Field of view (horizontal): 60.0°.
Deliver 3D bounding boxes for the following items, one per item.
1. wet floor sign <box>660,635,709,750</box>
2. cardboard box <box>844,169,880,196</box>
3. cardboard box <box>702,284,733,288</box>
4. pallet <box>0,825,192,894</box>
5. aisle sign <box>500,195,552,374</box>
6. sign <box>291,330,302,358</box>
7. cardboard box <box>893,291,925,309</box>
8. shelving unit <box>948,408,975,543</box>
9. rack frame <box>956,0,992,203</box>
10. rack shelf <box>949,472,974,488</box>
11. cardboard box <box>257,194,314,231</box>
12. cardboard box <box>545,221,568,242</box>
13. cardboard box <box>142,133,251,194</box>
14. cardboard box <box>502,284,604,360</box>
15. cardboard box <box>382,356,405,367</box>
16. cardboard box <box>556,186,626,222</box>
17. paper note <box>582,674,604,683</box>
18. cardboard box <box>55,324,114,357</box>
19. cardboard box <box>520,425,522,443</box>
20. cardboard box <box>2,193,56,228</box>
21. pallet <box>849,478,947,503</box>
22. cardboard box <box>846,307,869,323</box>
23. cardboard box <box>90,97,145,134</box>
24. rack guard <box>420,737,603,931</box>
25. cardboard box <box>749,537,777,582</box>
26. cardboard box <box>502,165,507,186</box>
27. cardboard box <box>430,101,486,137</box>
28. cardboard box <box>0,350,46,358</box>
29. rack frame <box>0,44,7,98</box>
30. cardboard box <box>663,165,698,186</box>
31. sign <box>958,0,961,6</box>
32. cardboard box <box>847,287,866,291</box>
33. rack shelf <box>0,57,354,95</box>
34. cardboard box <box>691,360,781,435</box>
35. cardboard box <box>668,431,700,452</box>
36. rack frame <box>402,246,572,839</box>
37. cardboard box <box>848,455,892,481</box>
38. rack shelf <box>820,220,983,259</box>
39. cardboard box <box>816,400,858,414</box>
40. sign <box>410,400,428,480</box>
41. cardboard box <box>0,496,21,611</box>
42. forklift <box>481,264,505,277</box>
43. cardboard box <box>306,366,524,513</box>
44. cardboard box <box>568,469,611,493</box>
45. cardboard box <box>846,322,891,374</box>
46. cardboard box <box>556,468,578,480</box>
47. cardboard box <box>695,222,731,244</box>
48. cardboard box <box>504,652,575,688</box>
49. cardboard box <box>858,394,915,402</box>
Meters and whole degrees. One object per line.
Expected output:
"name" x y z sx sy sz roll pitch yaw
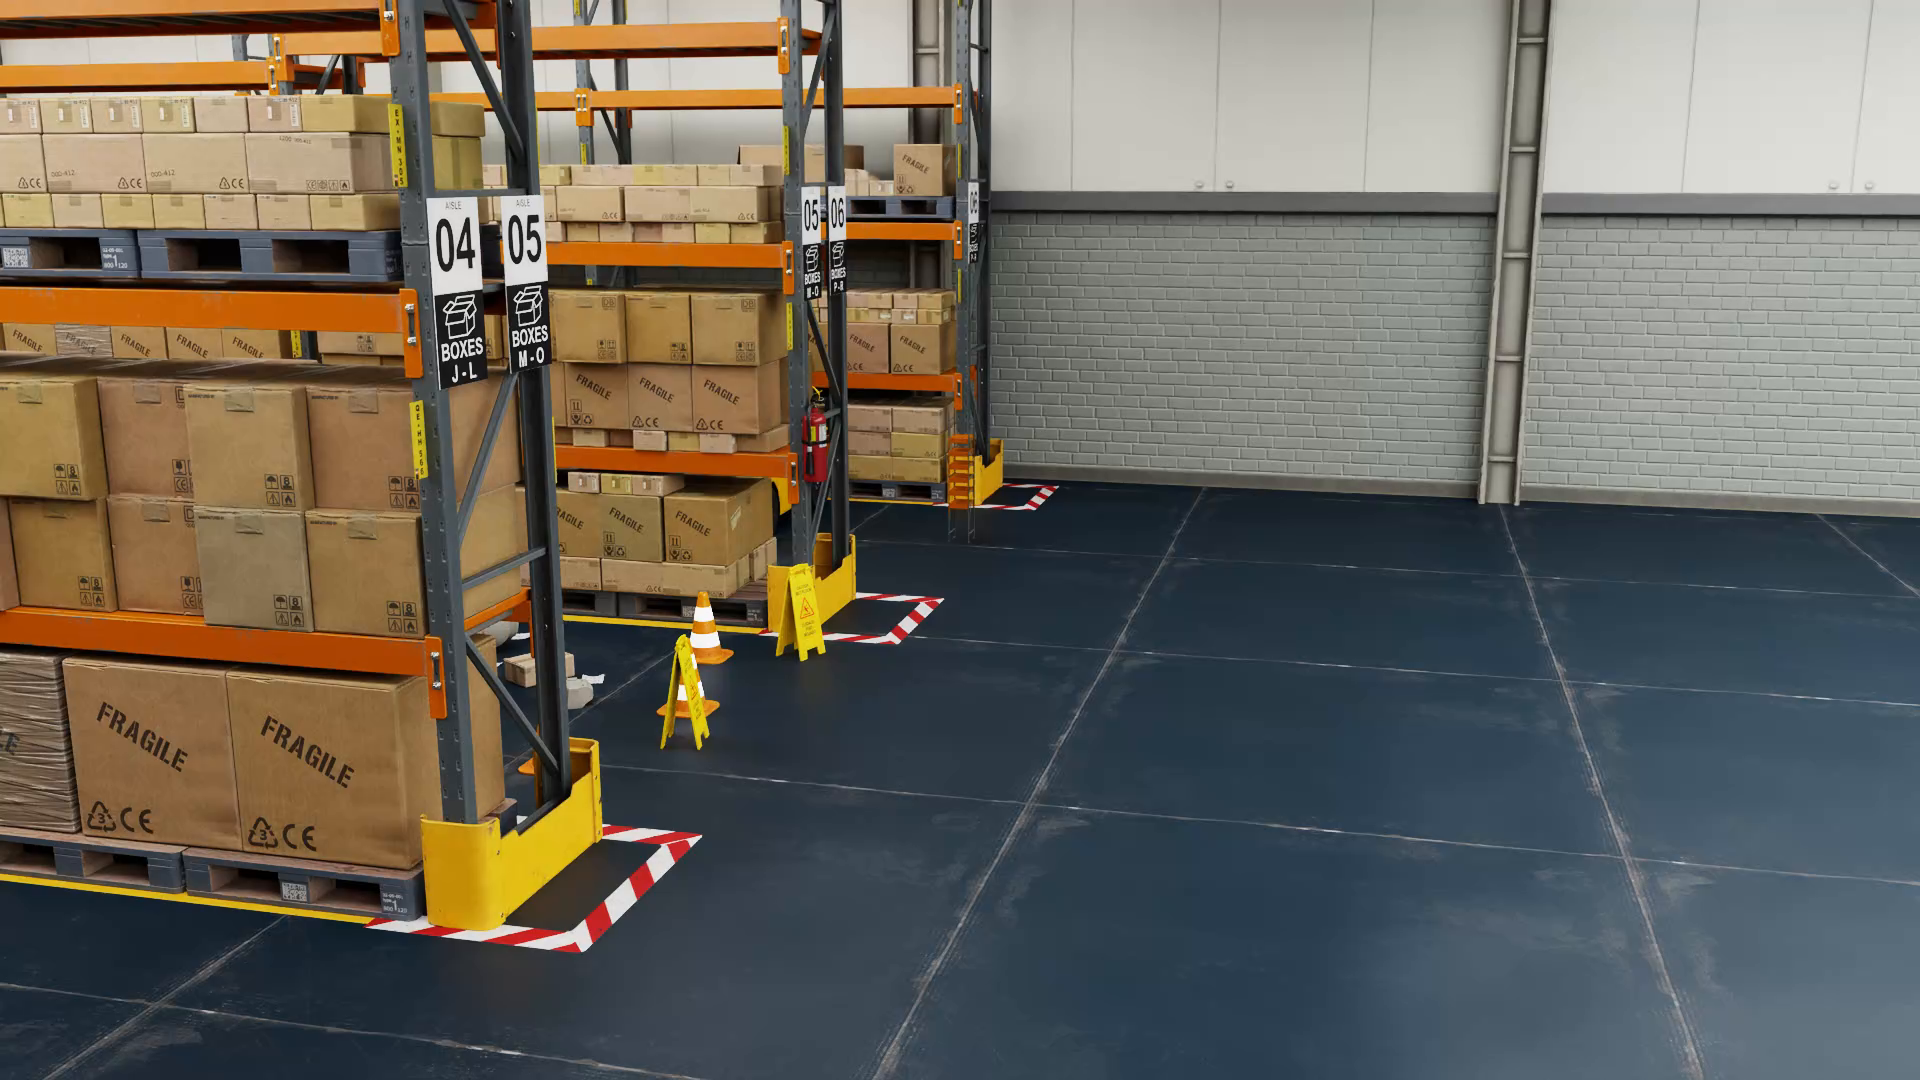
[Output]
"wet floor sign" -1.629 0.882 9.786 0.232 0.644 0.267 1 13 4
"cardboard box" -0.982 -3.588 16.680 0.258 0.266 0.396 3 13 14
"cardboard box" -2.608 -2.676 17.969 0.250 0.149 0.380 3 13 12
"pallet" -4.108 1.420 8.363 1.213 0.211 1.003 3 13 14
"aisle sign" -1.991 -1.181 7.647 0.004 0.787 0.394 3 13 14
"sign" -5.057 -1.555 12.659 0.005 0.325 0.100 3 13 14
"cardboard box" -0.504 -2.434 16.881 0.250 0.149 0.380 3 13 14
"shelving unit" 0.014 -0.585 15.117 0.189 1.200 0.258 3 13 14
"rack frame" 0.142 -4.872 16.432 0.127 3.000 1.000 3 13 14
"rack shelf" 0.014 -0.542 15.126 0.180 0.103 0.258 3 13 14
"cardboard box" -2.780 -1.407 7.123 0.250 0.149 0.380 3 13 14
"cardboard box" -2.959 -2.271 12.214 0.250 0.149 0.380 3 13 13
"cardboard box" -3.159 -1.636 7.231 0.500 0.250 0.500 3 13 14
"cardboard box" -3.053 -1.649 12.533 0.500 0.500 0.700 3 13 13
"cardboard box" -4.074 -1.198 12.806 0.500 0.500 0.500 3 13 13
"cardboard box" -2.598 -2.457 12.135 0.500 0.250 0.500 3 13 15
"paper note" -2.439 0.920 11.032 0.142 0.019 0.148 -1 13 -6
"cardboard box" -6.921 -1.562 13.477 0.500 0.500 0.500 3 13 11
"cardboard box" -3.207 -0.824 12.621 0.250 0.149 0.380 3 13 13
"cardboard box" -4.016 -1.474 7.420 0.250 0.149 0.380 3 13 14
"pallet" -0.611 -0.612 17.523 1.213 0.211 1.003 3 13 14
"cardboard box" -0.992 -2.316 17.035 0.250 0.149 0.380 3 13 13
"cardboard box" -3.525 -1.837 7.216 0.250 0.149 0.380 3 13 14
"rack guard" -2.109 1.369 7.926 0.348 0.500 1.175 3 13 14
"cardboard box" -1.761 0.138 13.079 0.500 0.250 0.500 3 13 13
"cardboard box" -3.171 -2.689 12.259 0.250 0.149 0.380 3 13 15
"cardboard box" -2.380 -1.922 7.600 0.250 0.149 0.380 3 13 14
"cardboard box" -5.104 -0.630 8.326 0.550 0.550 0.875 3 13 14
"rack frame" -11.509 -5.494 19.239 0.127 3.000 1.000 3 13 14
"cardboard box" -1.936 -2.616 11.930 0.250 0.149 0.380 3 13 13
"sign" -0.002 -5.253 15.811 0.005 0.325 0.100 3 13 14
"cardboard box" -1.137 -2.572 17.501 0.250 0.149 0.380 3 13 15
"rack shelf" -6.869 -3.593 13.251 4.000 0.370 1.077 3 13 14
"cardboard box" -1.637 -1.063 12.199 0.500 0.500 0.500 3 13 13
"cardboard box" -1.975 -0.758 12.322 0.250 0.149 0.380 3 13 13
"rack frame" -2.132 0.147 7.661 0.127 3.000 1.000 3 13 14
"cardboard box" -0.871 -0.791 17.270 0.500 0.250 0.500 3 13 14
"rack shelf" -1.800 -3.160 17.302 4.000 0.370 1.077 3 13 14
"cardboard box" -1.370 -1.301 17.260 0.500 0.250 0.500 3 13 14
"sign" -2.275 -0.420 6.999 0.005 0.325 0.100 3 13 14
"cardboard box" -4.619 -0.040 8.160 0.550 0.550 0.875 3 13 14
"forklift" -4.763 -1.617 15.772 3.031 2.935 1.130 3 13 13
"cardboard box" -2.483 -0.480 7.651 0.550 0.550 0.875 3 13 14
"cardboard box" -2.755 -0.464 12.564 0.250 0.149 0.380 4 13 16
"cardboard box" -0.901 -1.991 17.067 0.500 0.500 0.500 3 13 15
"cardboard box" -3.299 -0.309 13.363 0.500 0.500 0.500 4 13 17
"cardboard box" -1.707 -2.206 11.924 0.250 0.149 0.380 3 13 14
"cardboard box" -2.800 0.850 11.077 0.250 0.149 0.380 12 17 43
"cardboard box" -0.766 -1.384 17.631 0.500 0.250 0.500 3 13 14
